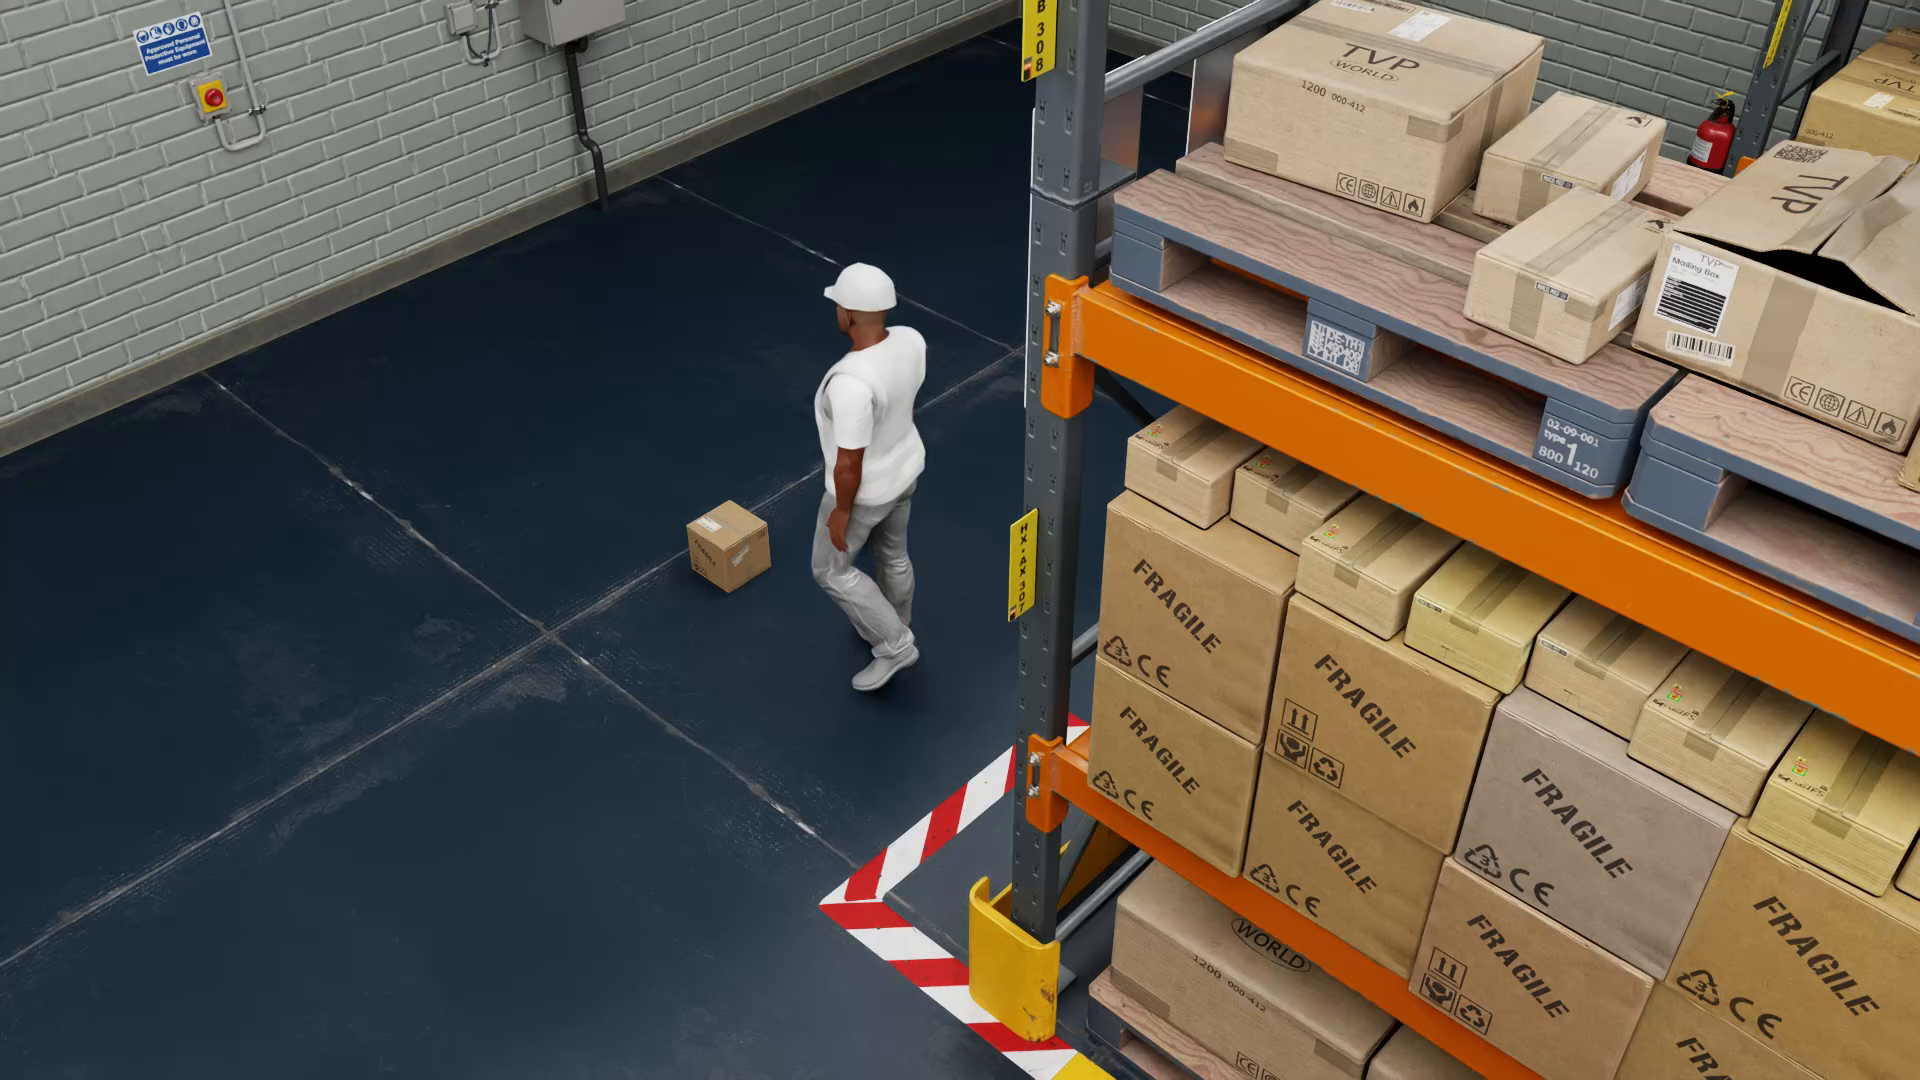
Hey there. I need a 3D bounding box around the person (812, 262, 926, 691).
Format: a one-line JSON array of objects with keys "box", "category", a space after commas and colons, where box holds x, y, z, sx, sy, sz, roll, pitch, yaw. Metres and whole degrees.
[{"box": [-0.311, -0.231, 6.384, 0.481, 1.762, 0.598, 21, 44, 24], "category": "person"}]
